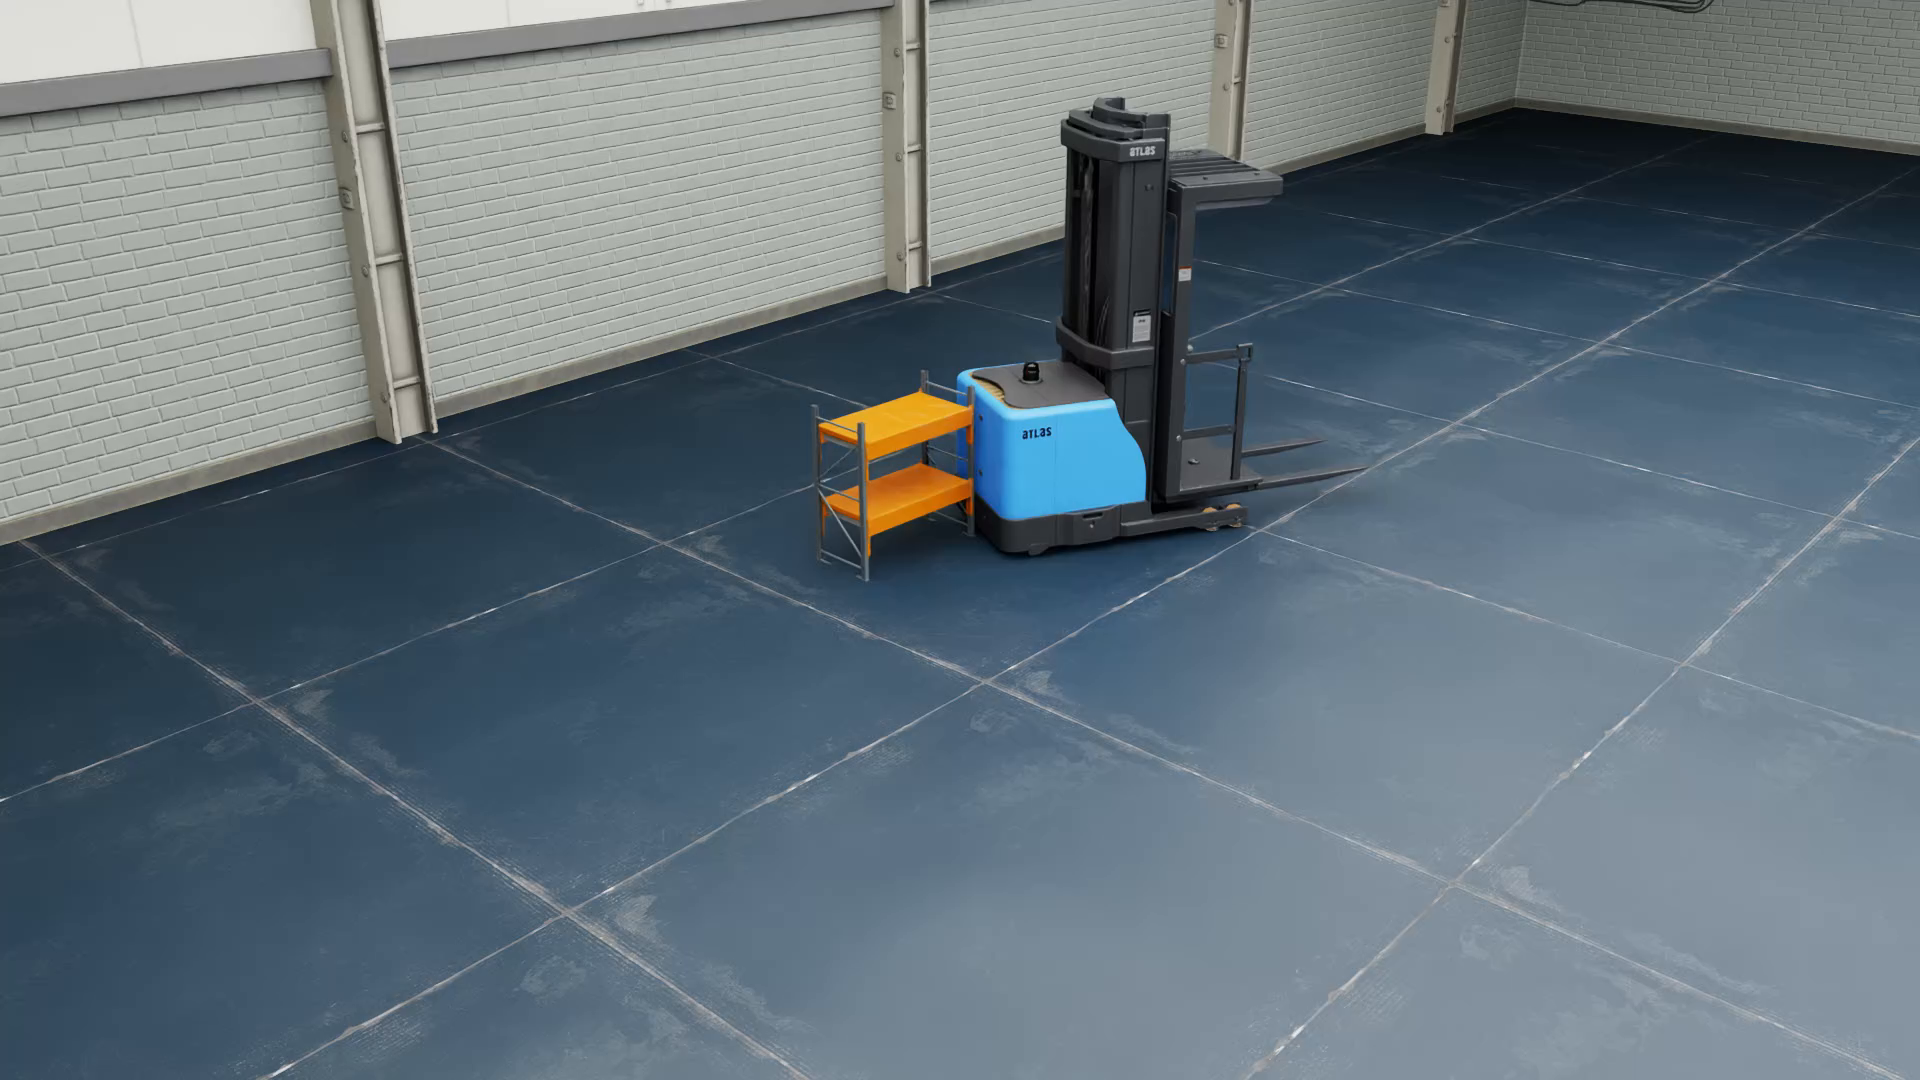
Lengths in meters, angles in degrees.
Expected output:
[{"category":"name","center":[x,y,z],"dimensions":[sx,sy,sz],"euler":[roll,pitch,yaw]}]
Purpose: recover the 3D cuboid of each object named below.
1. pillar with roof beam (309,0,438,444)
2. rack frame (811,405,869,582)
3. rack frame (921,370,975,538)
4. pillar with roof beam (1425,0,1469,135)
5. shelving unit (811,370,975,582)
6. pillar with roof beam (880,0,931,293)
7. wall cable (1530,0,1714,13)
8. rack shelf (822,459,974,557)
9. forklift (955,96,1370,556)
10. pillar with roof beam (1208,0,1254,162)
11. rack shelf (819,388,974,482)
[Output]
[{"category":"pillar with roof beam","center":[-1.351,-3.809,9.247],"dimensions":[9.100,9.000,0.400],"euler":[20,31,38]},{"category":"rack frame","center":[-0.798,-0.307,11.061],"dimensions":[0.500,1.125,0.032],"euler":[22,32,40]},{"category":"rack frame","center":[-0.086,-0.604,11.722],"dimensions":[0.500,1.125,0.032],"euler":[22,32,40]},{"category":"pillar with roof beam","center":[10.663,-9.293,21.478],"dimensions":[9.100,9.000,0.400],"euler":[20,31,38]},{"category":"shelving unit","center":[-0.442,-0.456,11.392],"dimensions":[0.538,1.125,1.048],"euler":[22,32,40]},{"category":"pillar with roof beam","center":[2.654,-5.637,13.324],"dimensions":[9.100,9.000,0.400],"euler":[20,31,38]},{"category":"wall cable","center":[10.408,-9.589,25.932],"dimensions":[3.097,2.526,0.112],"euler":[20,31,38]},{"category":"rack shelf","center":[-0.442,-0.233,11.492],"dimensions":[0.538,0.278,1.000],"euler":[22,32,40]},{"category":"forklift","center":[1.535,-1.592,11.717],"dimensions":[3.031,2.935,1.130],"euler":[-9,26,-19]},{"category":"pillar with roof beam","center":[6.658,-7.465,17.401],"dimensions":[9.100,9.000,0.400],"euler":[20,31,38]},{"category":"rack shelf","center":[-0.442,-0.723,11.272],"dimensions":[0.538,0.278,1.000],"euler":[22,32,40]}]
